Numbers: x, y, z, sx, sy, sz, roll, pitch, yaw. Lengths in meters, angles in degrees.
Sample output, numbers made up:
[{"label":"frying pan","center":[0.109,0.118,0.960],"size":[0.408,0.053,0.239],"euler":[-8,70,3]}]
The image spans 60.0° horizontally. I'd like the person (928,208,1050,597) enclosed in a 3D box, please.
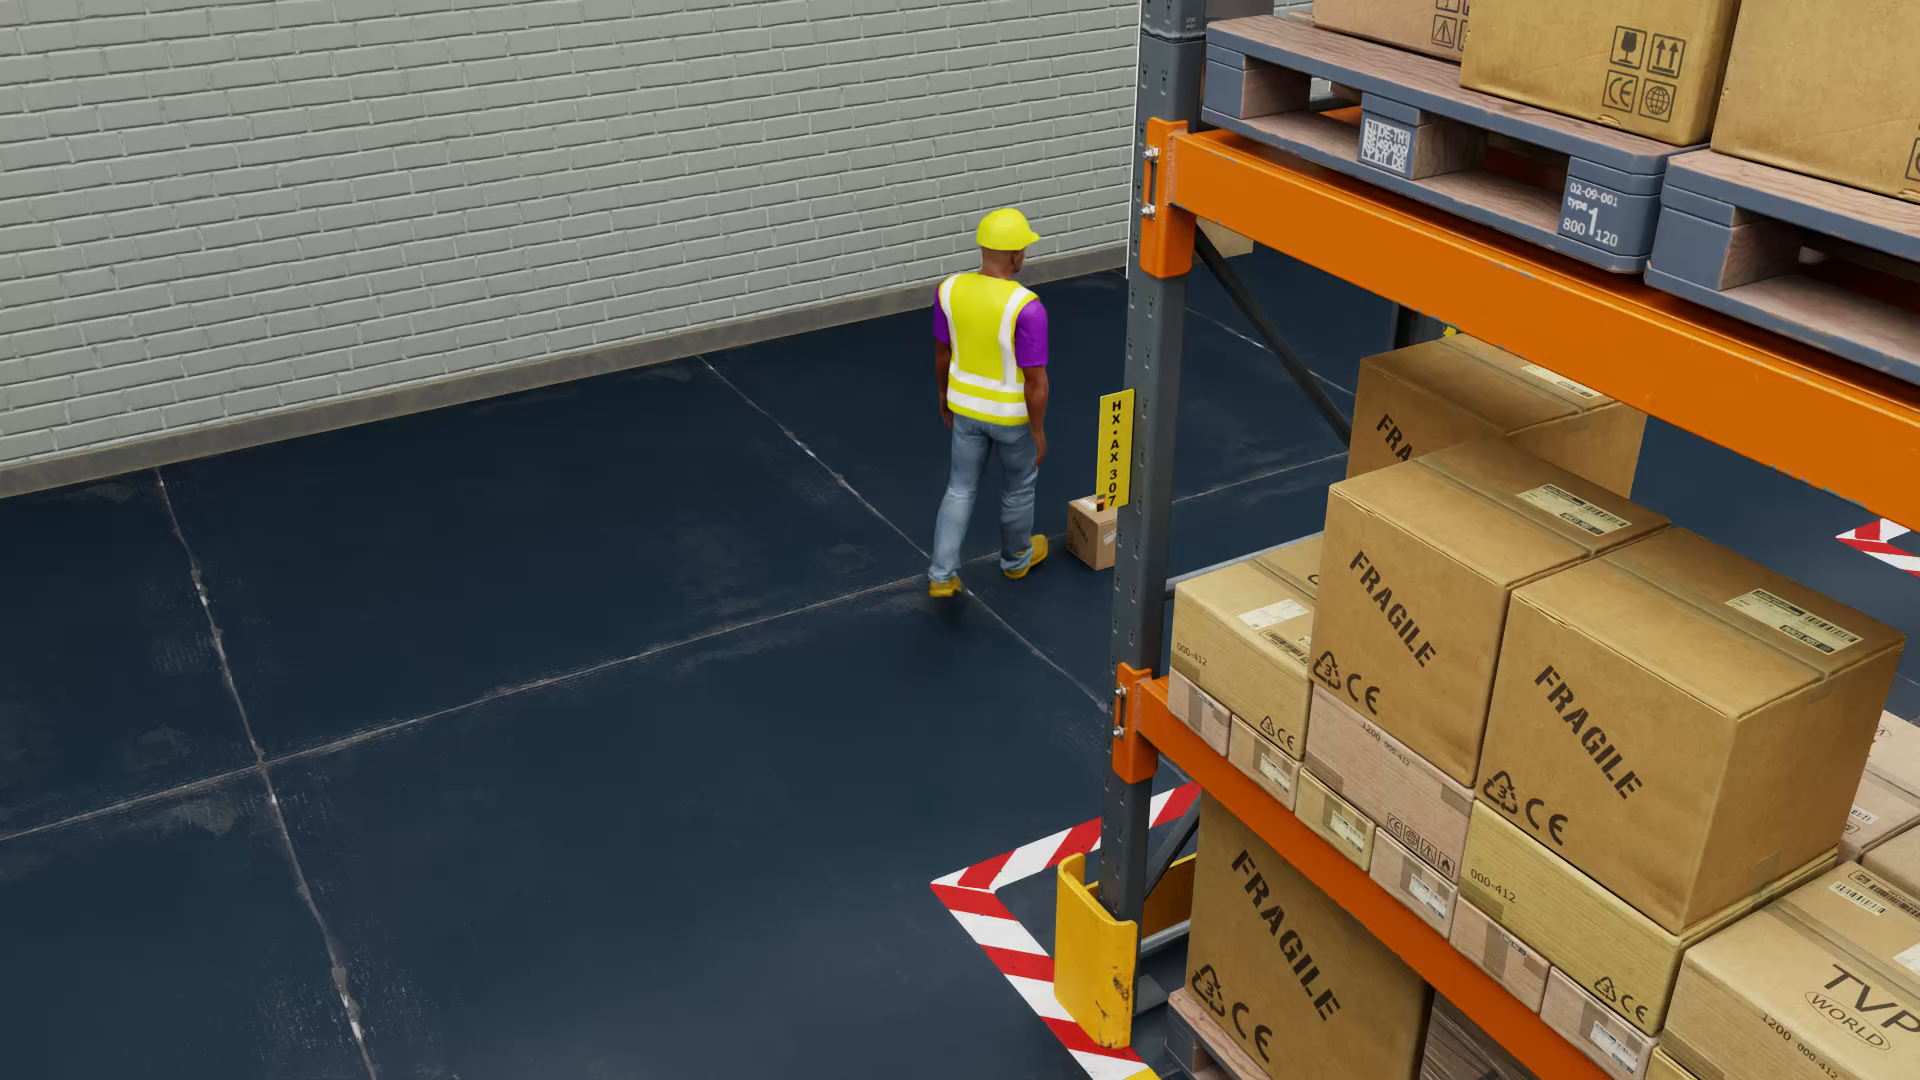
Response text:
[{"label":"person","center":[0.152,-0.562,7.121],"size":[0.588,1.770,0.770],"euler":[15,32,25]}]
